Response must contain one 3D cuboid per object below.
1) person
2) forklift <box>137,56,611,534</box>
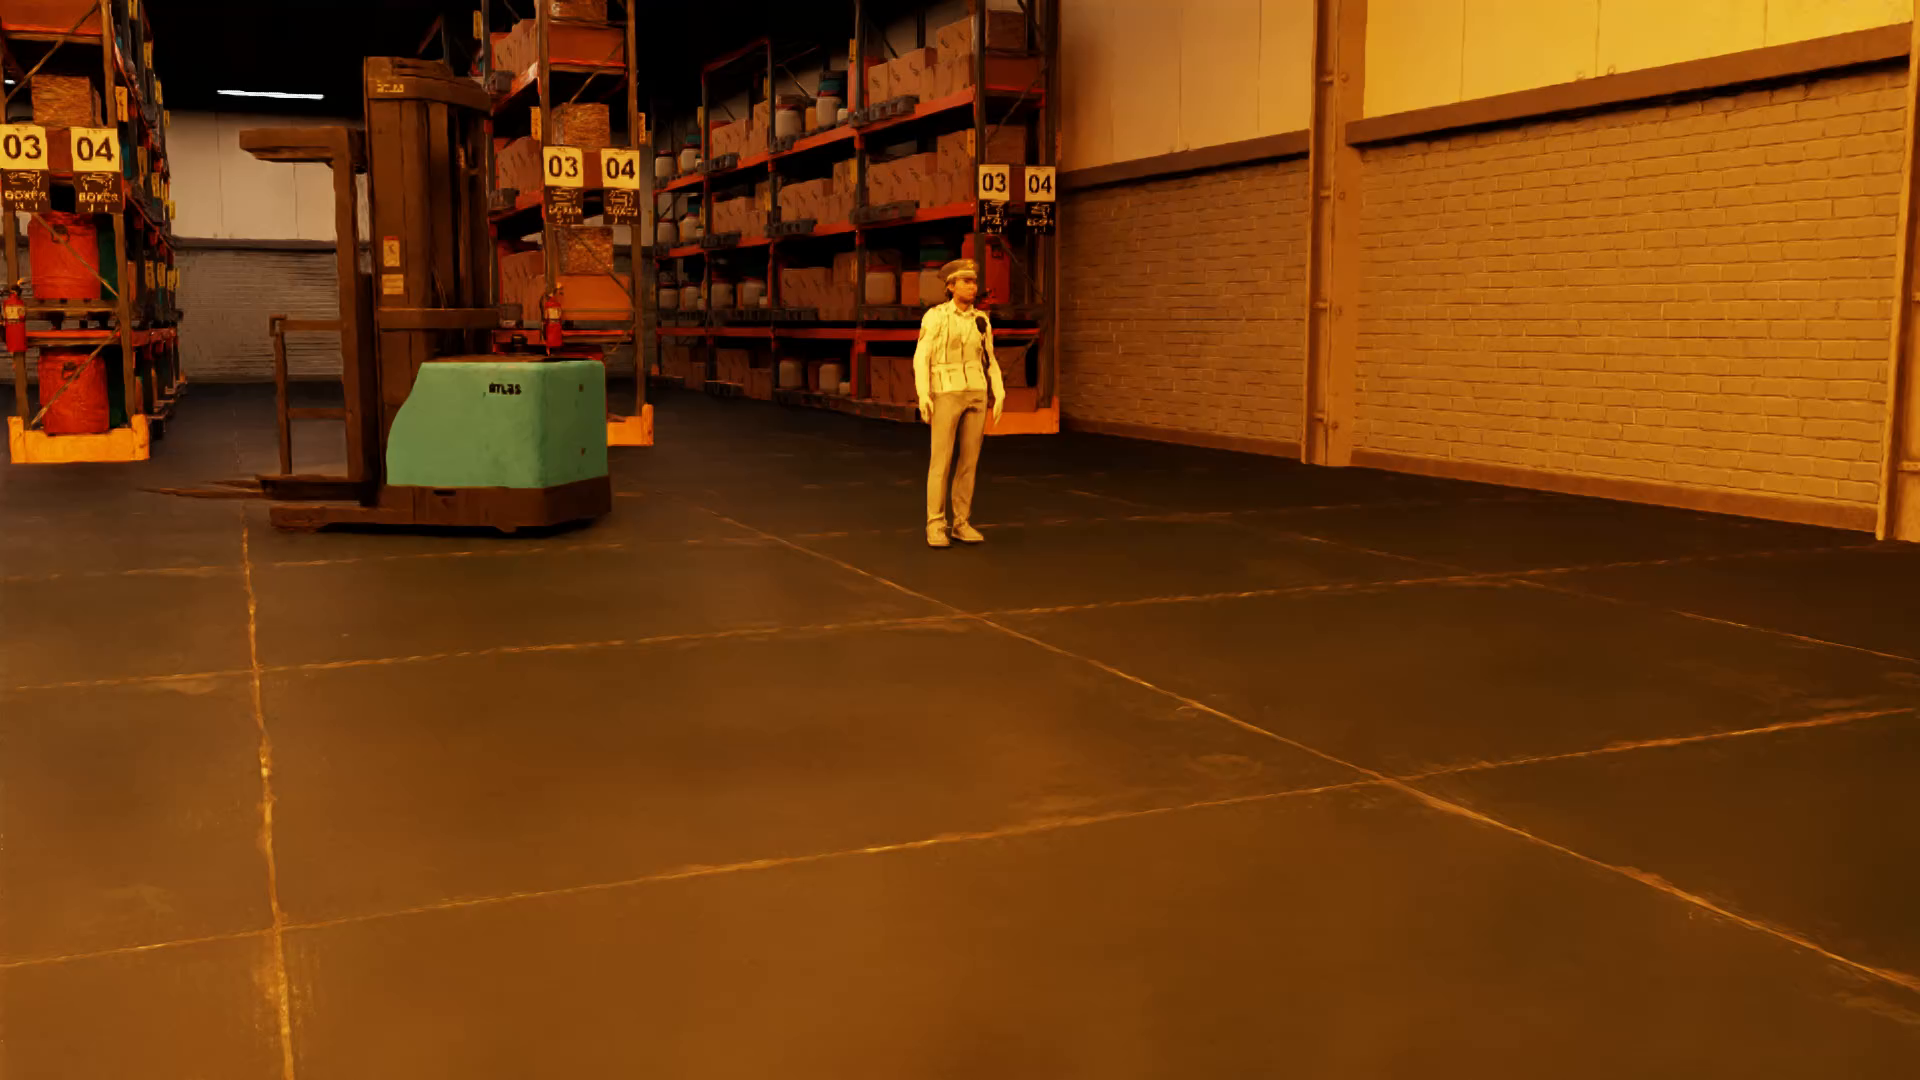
[{"bbox_3d":[0.021,-0.837,9.978,0.586,1.692,0.532,-3,8,-23],"label":"person"},{"bbox_3d":[-3.903,-1.568,10.830,3.031,2.935,1.130,2,8,13],"label":"forklift"}]
